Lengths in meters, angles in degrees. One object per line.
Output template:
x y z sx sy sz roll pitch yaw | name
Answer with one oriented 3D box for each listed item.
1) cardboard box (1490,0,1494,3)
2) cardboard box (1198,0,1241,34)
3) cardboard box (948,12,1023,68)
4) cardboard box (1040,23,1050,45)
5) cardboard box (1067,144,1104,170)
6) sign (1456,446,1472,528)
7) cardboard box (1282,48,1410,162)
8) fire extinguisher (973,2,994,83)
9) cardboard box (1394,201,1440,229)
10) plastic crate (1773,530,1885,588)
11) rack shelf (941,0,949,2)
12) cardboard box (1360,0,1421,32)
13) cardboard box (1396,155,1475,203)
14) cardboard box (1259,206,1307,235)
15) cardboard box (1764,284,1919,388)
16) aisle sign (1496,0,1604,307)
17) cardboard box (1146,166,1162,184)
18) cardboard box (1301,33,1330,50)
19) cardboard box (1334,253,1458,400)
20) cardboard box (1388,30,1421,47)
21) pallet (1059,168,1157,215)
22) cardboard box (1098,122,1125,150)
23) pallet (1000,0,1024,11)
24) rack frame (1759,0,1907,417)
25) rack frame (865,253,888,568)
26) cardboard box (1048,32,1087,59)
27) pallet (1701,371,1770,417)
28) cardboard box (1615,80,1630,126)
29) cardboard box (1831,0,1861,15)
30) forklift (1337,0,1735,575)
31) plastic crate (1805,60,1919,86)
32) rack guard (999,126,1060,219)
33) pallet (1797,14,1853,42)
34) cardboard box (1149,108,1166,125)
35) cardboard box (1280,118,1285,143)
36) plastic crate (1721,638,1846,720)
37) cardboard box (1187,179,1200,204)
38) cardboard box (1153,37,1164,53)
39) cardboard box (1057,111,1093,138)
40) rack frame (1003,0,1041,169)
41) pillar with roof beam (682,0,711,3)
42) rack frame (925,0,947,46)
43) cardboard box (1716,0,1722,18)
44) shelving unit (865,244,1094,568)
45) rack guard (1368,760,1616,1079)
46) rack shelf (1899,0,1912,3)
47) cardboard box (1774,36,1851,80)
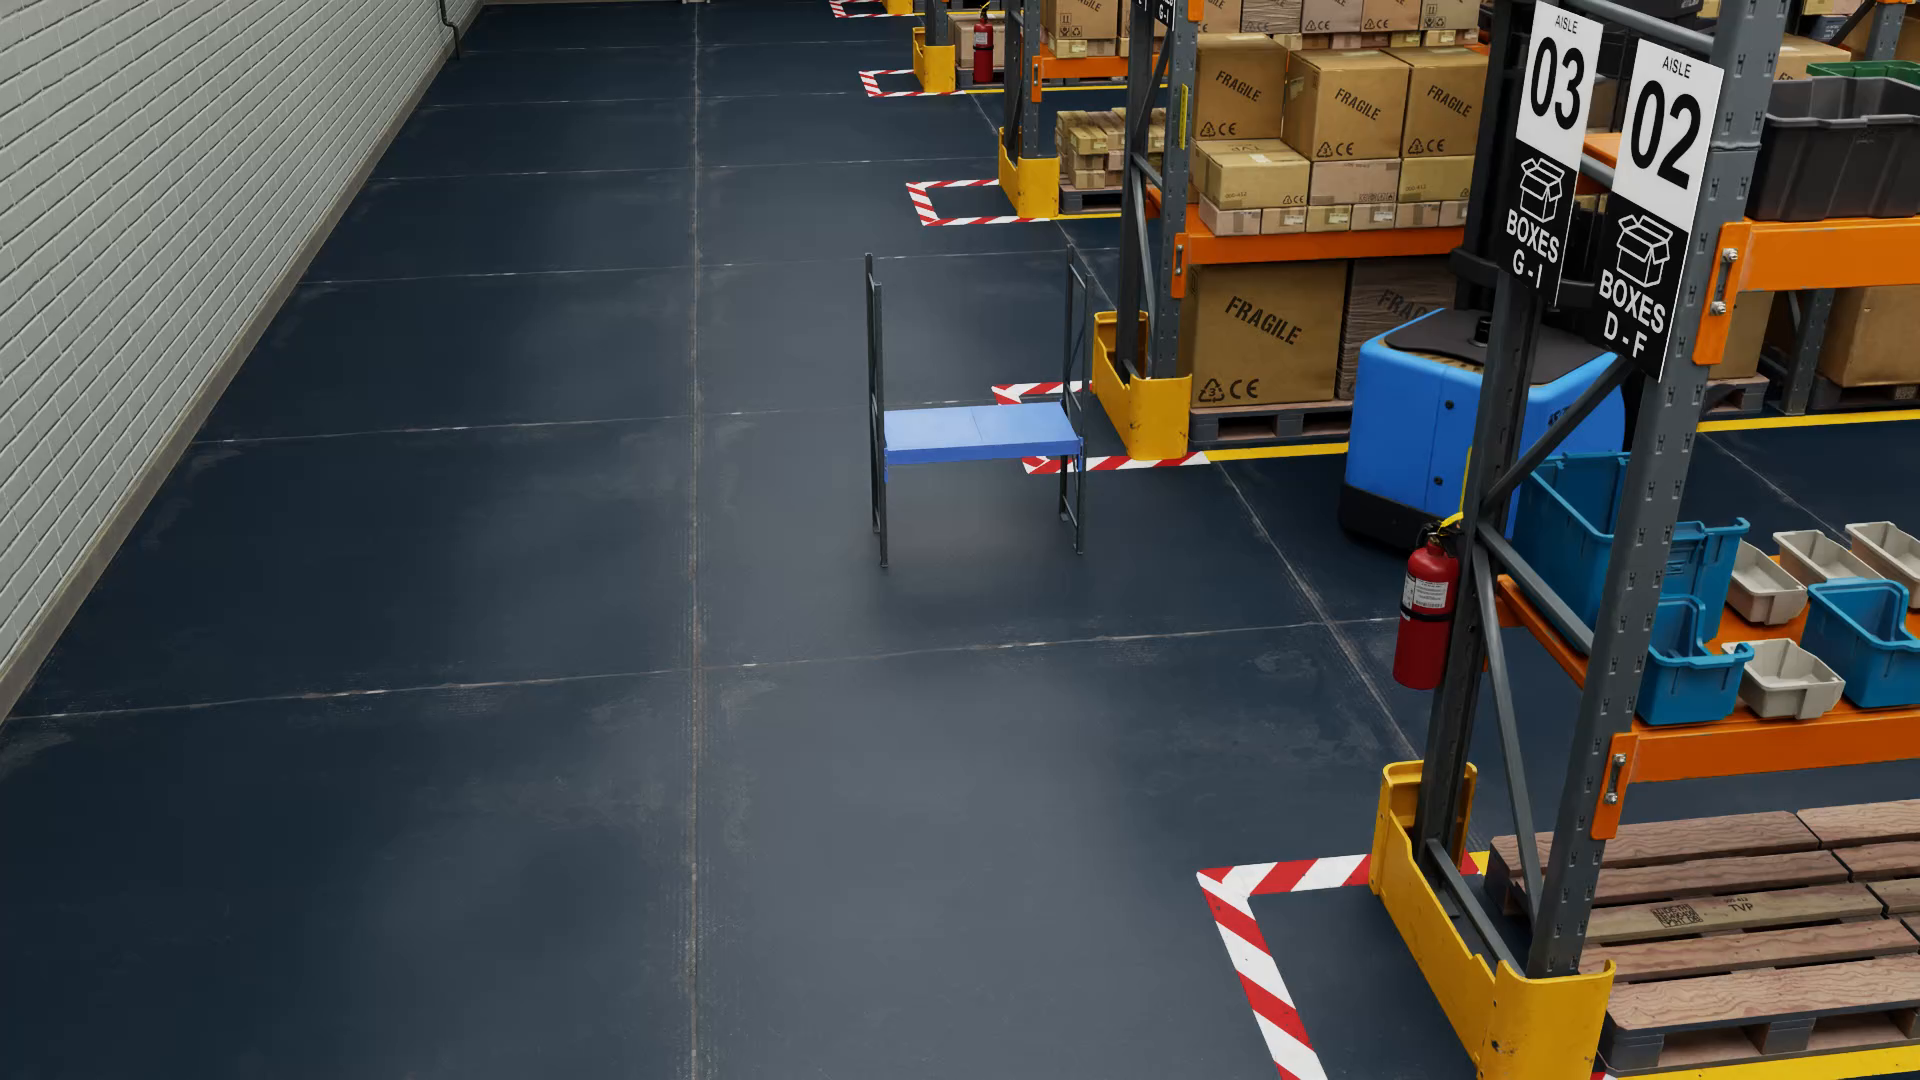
4.843 -4.758 14.553 0.250 0.149 0.380 -4 27 -8 | cardboard box
2.013 -4.465 13.732 0.500 0.500 0.500 -3 27 -6 | cardboard box
0.366 -5.679 18.879 0.875 0.438 0.875 -5 28 -9 | cardboard box
0.800 -4.351 14.218 0.250 0.149 0.380 -4 27 -7 | cardboard box
1.071 -3.282 14.197 0.250 0.149 0.380 -3 27 -5 | cardboard box
1.704 -0.146 5.571 0.005 0.325 0.100 -4 27 -7 | sign
2.115 -2.405 9.168 0.500 0.500 0.500 -4 27 -8 | cardboard box
0.202 -4.306 14.350 0.183 0.674 0.296 -4 27 -7 | fire extinguisher
2.522 -1.893 9.429 0.250 0.149 0.380 -4 27 -8 | cardboard box
2.868 0.119 5.456 0.243 0.136 0.396 -4 27 -7 | plastic crate
1.707 -6.352 18.632 4.000 0.370 1.077 -4 27 -7 | rack shelf
3.523 -4.554 13.905 0.500 0.500 0.500 -4 27 -9 | cardboard box
2.632 -2.106 9.407 0.500 0.250 0.500 -5 28 -9 | cardboard box
1.758 -1.844 9.333 0.250 0.149 0.380 -4 27 -8 | cardboard box
5.699 -1.611 10.471 0.875 0.875 1.225 -4 27 -7 | cardboard box
1.685 -1.111 4.781 0.004 0.787 0.394 -4 27 -7 | aisle sign
1.572 -3.193 14.351 0.250 0.149 0.380 -3 27 -7 | cardboard box
2.931 -4.249 14.020 0.250 0.149 0.380 -4 27 -8 | cardboard box
2.631 -1.442 10.141 0.875 0.875 0.875 -4 27 -7 | cardboard box
3.714 -4.277 14.075 0.250 0.149 0.380 -3 27 -5 | cardboard box
1.401 -3.114 14.587 1.213 0.211 1.003 -4 27 -7 | pallet
1.339 -3.449 14.197 0.250 0.149 0.380 -3 27 -6 | cardboard box
1.101 -7.680 23.487 1.213 0.211 1.003 -4 27 -7 | pallet
5.068 -2.320 9.985 0.127 3.000 1.000 -4 27 -7 | rack frame
-0.419 -0.640 8.355 0.032 1.500 0.500 -4 27 -7 | rack frame
0.883 -4.075 13.680 0.250 0.149 0.380 -4 27 -8 | cardboard box
4.304 -1.066 10.596 1.213 0.211 1.003 -4 27 -7 | pallet
4.069 -2.776 9.892 0.500 0.500 0.500 -4 27 -7 | cardboard box
7.513 -4.627 14.297 0.250 0.149 0.380 -3 27 -6 | cardboard box
3.391 -1.658 8.771 1.130 2.935 3.031 24 36 39 | forklift
2.734 -1.258 4.863 0.336 0.188 0.450 -4 27 -7 | plastic crate
0.591 -3.207 14.452 0.348 0.500 1.175 -4 27 -7 | rack guard
7.747 -4.644 14.725 1.003 0.211 1.213 -4 27 -7 | pallet
1.766 -3.697 14.681 0.250 0.149 0.380 -5 28 -9 | cardboard box
2.052 -2.314 9.812 0.500 0.250 0.500 -4 27 -8 | cardboard box
2.417 0.415 4.879 0.298 0.136 0.250 -4 27 -7 | plastic crate
1.414 -2.125 9.881 0.250 0.149 0.380 -3 27 -6 | cardboard box
1.640 -4.181 13.887 0.250 0.149 0.380 -2 27 -5 | cardboard box
1.005 -3.645 14.580 0.250 0.149 0.380 -3 27 -7 | cardboard box
0.516 -4.314 13.872 0.127 3.000 1.000 -4 27 -7 | rack frame
-3.165 -9.748 17.891 0.400 9.000 9.100 -4 27 -7 | pillar with roof beam
-0.274 -6.545 18.220 0.127 3.000 1.000 -4 27 -7 | rack frame
6.474 -4.561 14.168 0.250 0.149 0.380 -5 28 -9 | cardboard box
0.084 -0.673 8.418 1.048 1.500 0.538 -4 27 -7 | shelving unit
1.775 1.293 5.682 0.348 0.500 1.175 -4 27 -7 | rack guard
7.049 -3.461 9.712 4.000 0.370 1.077 -4 27 -7 | rack shelf
4.650 -2.569 9.488 0.500 0.500 0.500 -3 27 -6 | cardboard box
